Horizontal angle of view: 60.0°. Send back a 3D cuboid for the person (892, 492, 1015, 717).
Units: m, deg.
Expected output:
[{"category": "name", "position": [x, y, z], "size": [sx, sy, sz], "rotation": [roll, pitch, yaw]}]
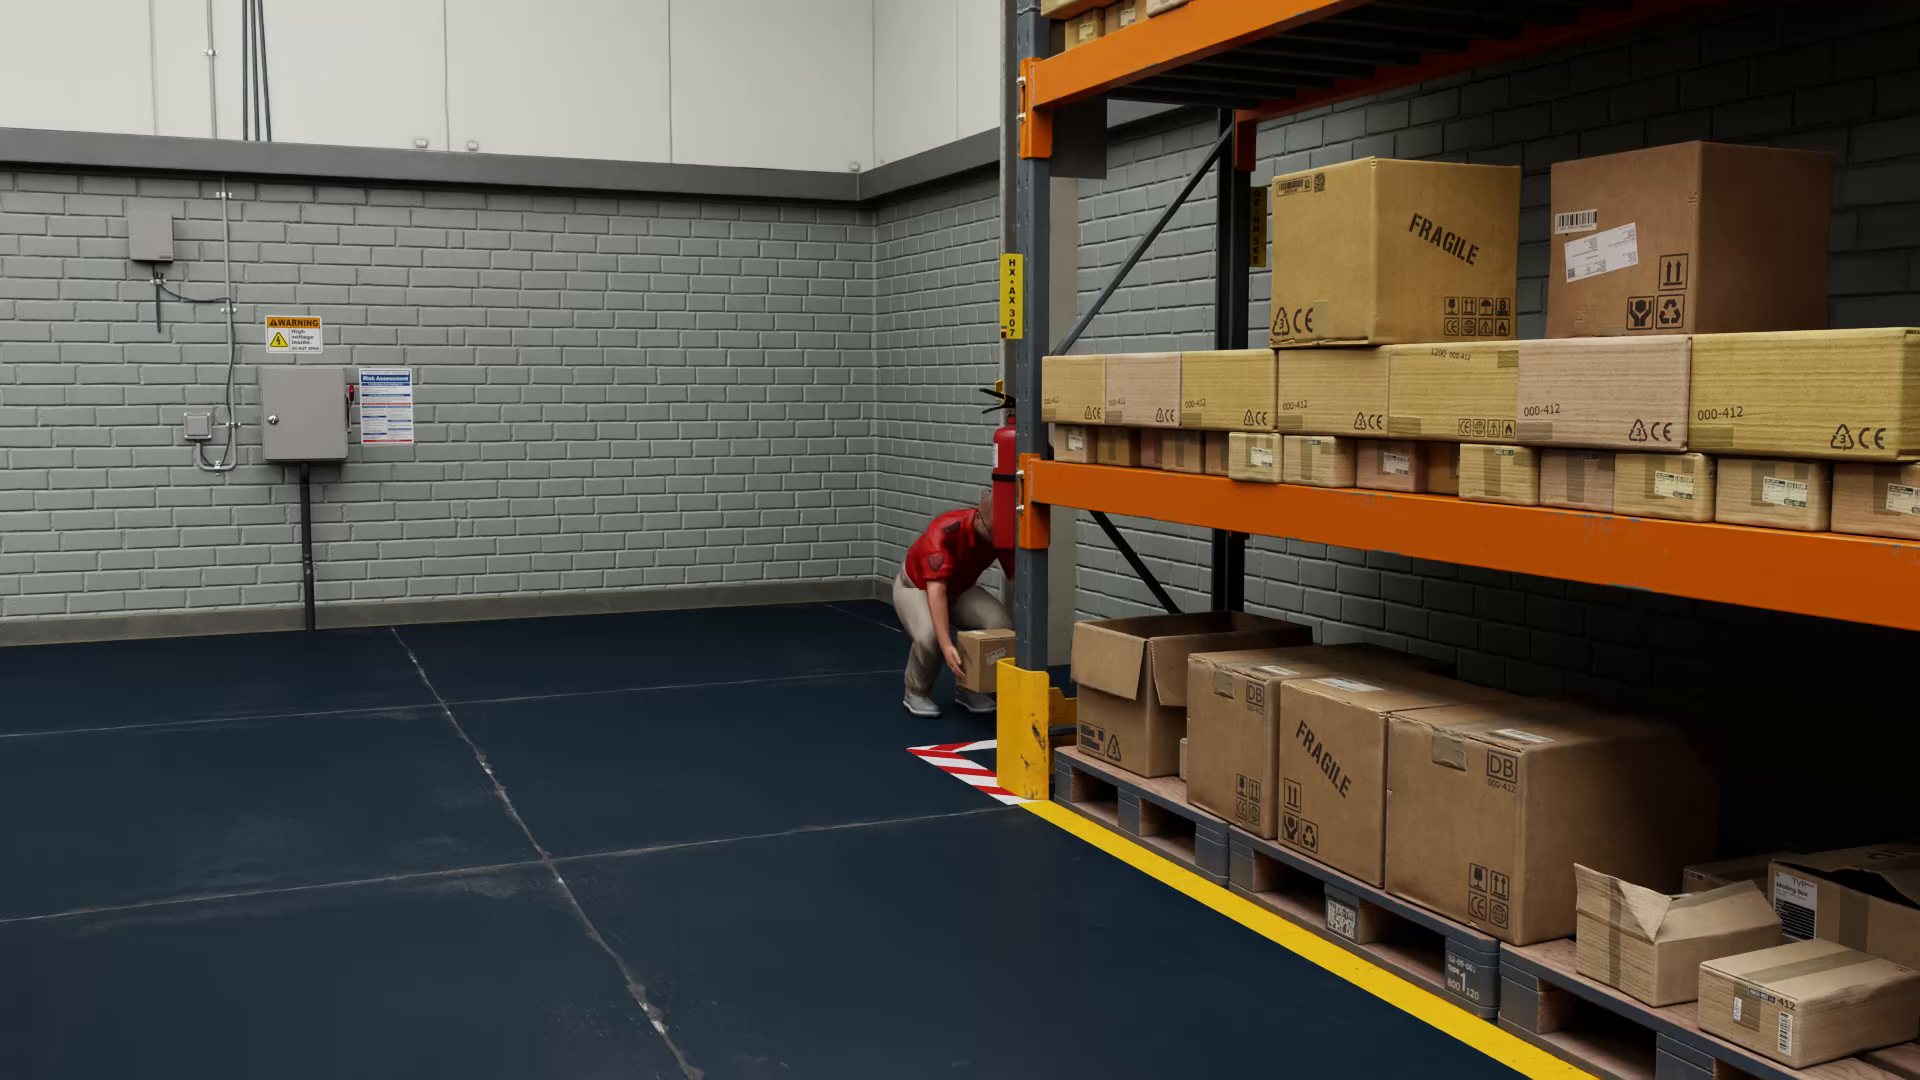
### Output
[{"category": "person", "position": [0.017, 0.297, 8.036], "size": [0.576, 1.106, 0.835], "rotation": [-2, 6, -24]}]
